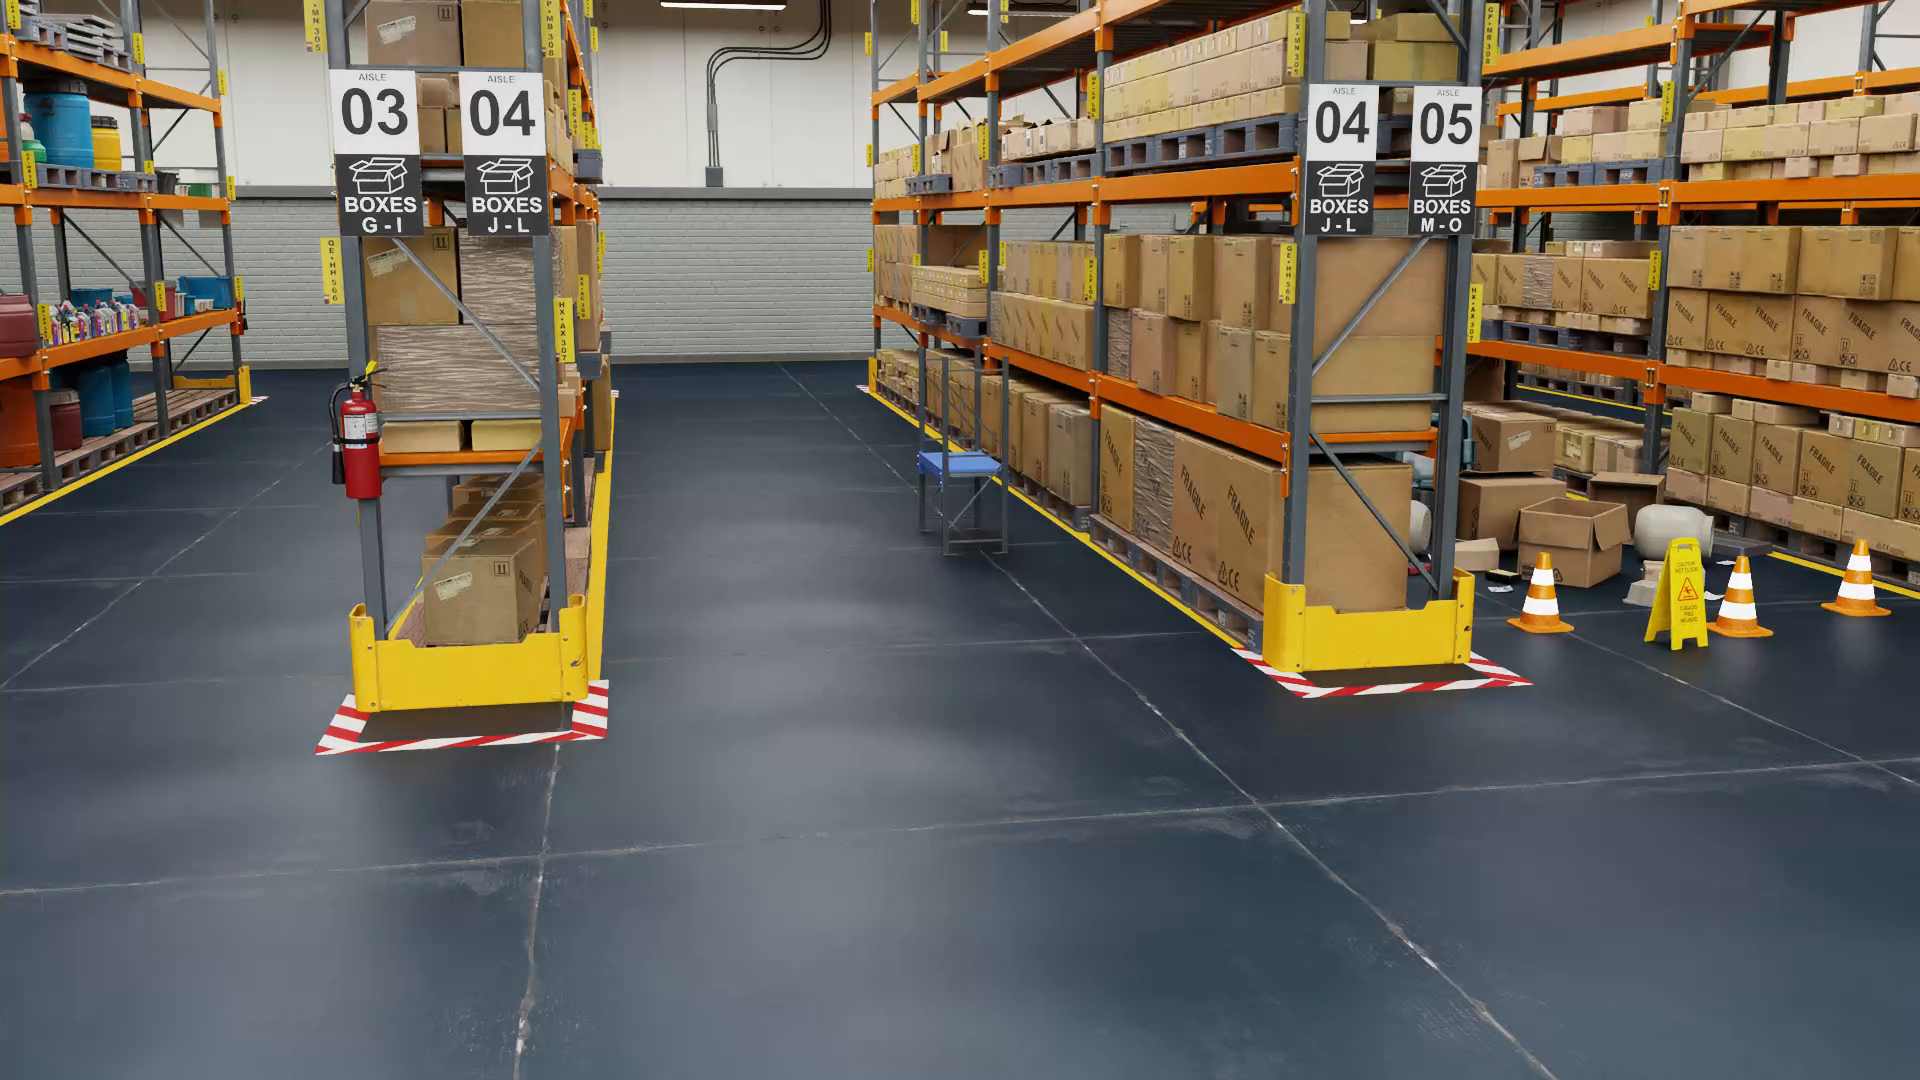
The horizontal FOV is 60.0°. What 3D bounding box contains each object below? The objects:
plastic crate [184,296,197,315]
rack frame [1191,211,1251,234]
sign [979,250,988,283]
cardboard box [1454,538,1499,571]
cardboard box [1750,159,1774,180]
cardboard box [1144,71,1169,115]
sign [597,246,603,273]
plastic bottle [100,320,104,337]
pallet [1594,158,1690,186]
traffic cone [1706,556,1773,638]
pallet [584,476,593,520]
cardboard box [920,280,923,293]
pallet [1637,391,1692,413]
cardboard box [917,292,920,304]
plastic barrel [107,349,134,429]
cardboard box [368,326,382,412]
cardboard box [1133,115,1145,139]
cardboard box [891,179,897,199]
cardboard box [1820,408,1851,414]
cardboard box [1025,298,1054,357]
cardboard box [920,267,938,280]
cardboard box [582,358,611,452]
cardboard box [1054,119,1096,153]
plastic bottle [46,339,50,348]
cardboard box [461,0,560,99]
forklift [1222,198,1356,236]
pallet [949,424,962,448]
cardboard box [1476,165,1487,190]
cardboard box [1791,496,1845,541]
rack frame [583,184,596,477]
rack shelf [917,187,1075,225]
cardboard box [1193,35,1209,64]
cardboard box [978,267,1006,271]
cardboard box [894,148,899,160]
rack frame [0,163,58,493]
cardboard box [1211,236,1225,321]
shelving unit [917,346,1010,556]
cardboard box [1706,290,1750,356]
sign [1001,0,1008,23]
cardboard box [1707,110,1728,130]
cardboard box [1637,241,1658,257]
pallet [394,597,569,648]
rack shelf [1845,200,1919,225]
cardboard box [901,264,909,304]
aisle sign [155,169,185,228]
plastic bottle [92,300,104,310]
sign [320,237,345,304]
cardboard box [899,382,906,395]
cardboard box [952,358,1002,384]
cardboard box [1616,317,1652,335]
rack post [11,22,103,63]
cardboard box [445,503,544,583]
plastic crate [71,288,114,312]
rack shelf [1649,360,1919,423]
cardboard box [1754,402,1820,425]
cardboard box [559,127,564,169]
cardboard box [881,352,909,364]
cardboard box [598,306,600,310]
[{"bbox_3d":[-9.874,-2.959,21.010,0.416,0.233,0.300,-2,11,-11],"label":"plastic crate"},{"bbox_3d":[4.054,-3.920,25.770,1.000,3.000,0.127,-2,11,-11],"label":"rack frame"},{"bbox_3d":[0.243,-2.763,16.804,0.100,0.325,0.005,-2,11,-11],"label":"sign"},{"bbox_3d":[3.693,0.071,12.114,0.396,0.266,0.258,0,11,-1],"label":"cardboard box"},{"bbox_3d":[6.370,-2.864,12.873,0.380,0.149,0.250,-2,11,-9],"label":"cardboard box"},{"bbox_3d":[1.571,-3.037,11.324,0.500,0.250,0.500,-2,11,-12],"label":"cardboard box"},{"bbox_3d":[-4.359,-3.377,20.034,0.100,0.325,0.005,-2,11,-11],"label":"sign"},{"bbox_3d":[-9.064,-2.241,17.478,0.097,0.201,0.097,0,11,0],"label":"plastic bottle"},{"bbox_3d":[6.372,-3.218,14.559,1.213,0.211,1.003,-2,11,-11],"label":"pallet"},{"bbox_3d":[4.794,0.331,10.217,0.336,0.463,0.334,-2,11,-11],"label":"traffic cone"},{"bbox_3d":[-3.727,-0.356,14.502,1.003,0.211,1.213,-2,11,-11],"label":"pallet"},{"bbox_3d":[-0.276,-3.033,19.863,0.380,0.149,0.250,-2,11,-10],"label":"cardboard box"},{"bbox_3d":[9.895,-1.850,22.351,1.003,0.211,1.213,-2,11,-11],"label":"pallet"},{"bbox_3d":[-0.319,-2.931,20.123,0.380,0.149,0.250,-2,11,-10],"label":"cardboard box"},{"bbox_3d":[-9.658,-1.721,18.705,0.600,0.901,0.708,-2,11,-11],"label":"plastic barrel"},{"bbox_3d":[-2.850,-1.010,9.415,0.875,0.500,0.500,-2,11,-11],"label":"cardboard box"},{"bbox_3d":[1.437,-2.908,11.711,0.380,0.149,0.250,-2,11,-12],"label":"cardboard box"},{"bbox_3d":[-0.645,-4.744,22.477,0.500,0.250,0.500,-2,11,-11],"label":"cardboard box"},{"bbox_3d":[10.185,-1.682,19.574,0.500,0.500,0.500,-2,11,-9],"label":"cardboard box"},{"bbox_3d":[0.890,-1.934,15.068,0.500,0.500,0.500,-2,11,-12],"label":"cardboard box"},{"bbox_3d":[-0.271,-3.176,19.818,0.380,0.149,0.250,-2,11,-11],"label":"cardboard box"},{"bbox_3d":[-4.225,-1.382,16.996,1.225,0.875,0.875,-3,11,-14],"label":"cardboard box"},{"bbox_3d":[1.096,-3.394,13.996,0.500,0.250,0.500,-2,11,-11],"label":"cardboard box"},{"bbox_3d":[-8.732,-1.962,15.829,0.097,0.271,0.097,0,11,0],"label":"plastic bottle"},{"bbox_3d":[-2.579,-2.822,9.576,0.500,0.500,0.500,-2,11,-11],"label":"cardboard box"},{"bbox_3d":[3.250,-2.125,16.524,1.130,2.935,3.031,-3,11,-15],"label":"forklift"},{"bbox_3d":[0.389,-1.251,19.205,1.003,0.211,1.213,-2,11,-11],"label":"pallet"},{"bbox_3d":[5.554,-3.750,17.211,0.396,0.266,0.258,-2,11,-11],"label":"cardboard box"},{"bbox_3d":[6.544,-0.171,12.301,0.500,0.250,0.500,-3,11,-13],"label":"cardboard box"},{"bbox_3d":[-4.111,-2.092,16.167,1.000,3.000,0.127,-2,11,-11],"label":"rack frame"},{"bbox_3d":[0.385,-3.741,18.732,1.077,0.370,4.000,-2,11,-11],"label":"rack shelf"},{"bbox_3d":[1.685,-3.067,10.414,0.380,0.149,0.250,-2,11,-12],"label":"cardboard box"},{"bbox_3d":[0.418,-3.152,19.690,0.380,0.149,0.250,-2,11,-11],"label":"cardboard box"},{"bbox_3d":[-0.679,-5.159,22.252,0.380,0.149,0.250,-2,11,-12],"label":"cardboard box"},{"bbox_3d":[-8.969,-1.912,15.221,1.000,3.000,0.127,-2,11,-11],"label":"rack frame"},{"bbox_3d":[2.123,-1.666,10.637,0.875,0.550,0.550,-2,11,-11],"label":"cardboard box"},{"bbox_3d":[0.017,-0.721,12.974,0.538,1.500,1.048,-2,11,-11],"label":"shelving unit"},{"bbox_3d":[6.320,-1.732,13.213,0.500,0.500,0.500,-2,11,-11],"label":"cardboard box"},{"bbox_3d":[0.539,-6.493,20.321,0.100,0.325,0.005,-2,11,-11],"label":"sign"},{"bbox_3d":[6.208,-3.345,13.264,0.380,0.149,0.250,-2,11,-9],"label":"cardboard box"},{"bbox_3d":[6.331,-2.734,15.617,0.380,0.149,0.250,-1,11,-8],"label":"cardboard box"},{"bbox_3d":[-2.693,0.581,9.582,1.003,0.211,1.213,-2,11,-11],"label":"pallet"},{"bbox_3d":[10.867,-3.387,16.872,1.077,0.370,4.000,-2,11,-11],"label":"rack shelf"},{"bbox_3d":[-0.475,-3.357,21.748,0.500,0.500,0.500,-2,11,-13],"label":"cardboard box"},{"bbox_3d":[-10.831,-4.659,22.699,0.394,0.787,0.004,-2,11,-11],"label":"aisle sign"},{"bbox_3d":[-9.353,-2.426,18.051,0.144,0.351,0.185,-2,11,-11],"label":"plastic bottle"},{"bbox_3d":[-3.103,-1.333,8.234,0.100,0.325,0.005,-2,11,-11],"label":"sign"},{"bbox_3d":[-0.616,-2.043,22.409,0.380,0.149,0.250,-2,11,-11],"label":"cardboard box"},{"bbox_3d":[0.191,-1.903,18.728,0.500,0.250,0.500,-2,11,-10],"label":"cardboard box"},{"bbox_3d":[6.017,-1.886,14.634,0.380,0.149,0.250,-2,11,-10],"label":"cardboard box"},{"bbox_3d":[-9.229,-4.981,16.635,0.937,0.300,0.954,-1,11,-5],"label":"rack post"},{"bbox_3d":[-2.913,0.058,10.434,0.500,0.500,0.500,-1,11,-6],"label":"cardboard box"},{"bbox_3d":[-10.173,-2.741,19.456,0.392,0.384,0.575,-2,11,-11],"label":"plastic crate"},{"bbox_3d":[6.777,-0.999,12.346,1.077,0.370,4.000,-2,11,-11],"label":"rack shelf"},{"bbox_3d":[6.360,-0.975,12.788,0.380,0.149,0.250,-1,11,-8],"label":"cardboard box"},{"bbox_3d":[-2.700,-2.403,10.180,0.500,0.250,0.500,-2,11,-9],"label":"cardboard box"},{"bbox_3d":[-0.918,-2.614,23.818,0.380,0.149,0.250,-2,11,-11],"label":"cardboard box"},{"bbox_3d":[-4.723,-2.865,20.901,0.380,0.149,0.250,-2,11,-9],"label":"cardboard box"}]
